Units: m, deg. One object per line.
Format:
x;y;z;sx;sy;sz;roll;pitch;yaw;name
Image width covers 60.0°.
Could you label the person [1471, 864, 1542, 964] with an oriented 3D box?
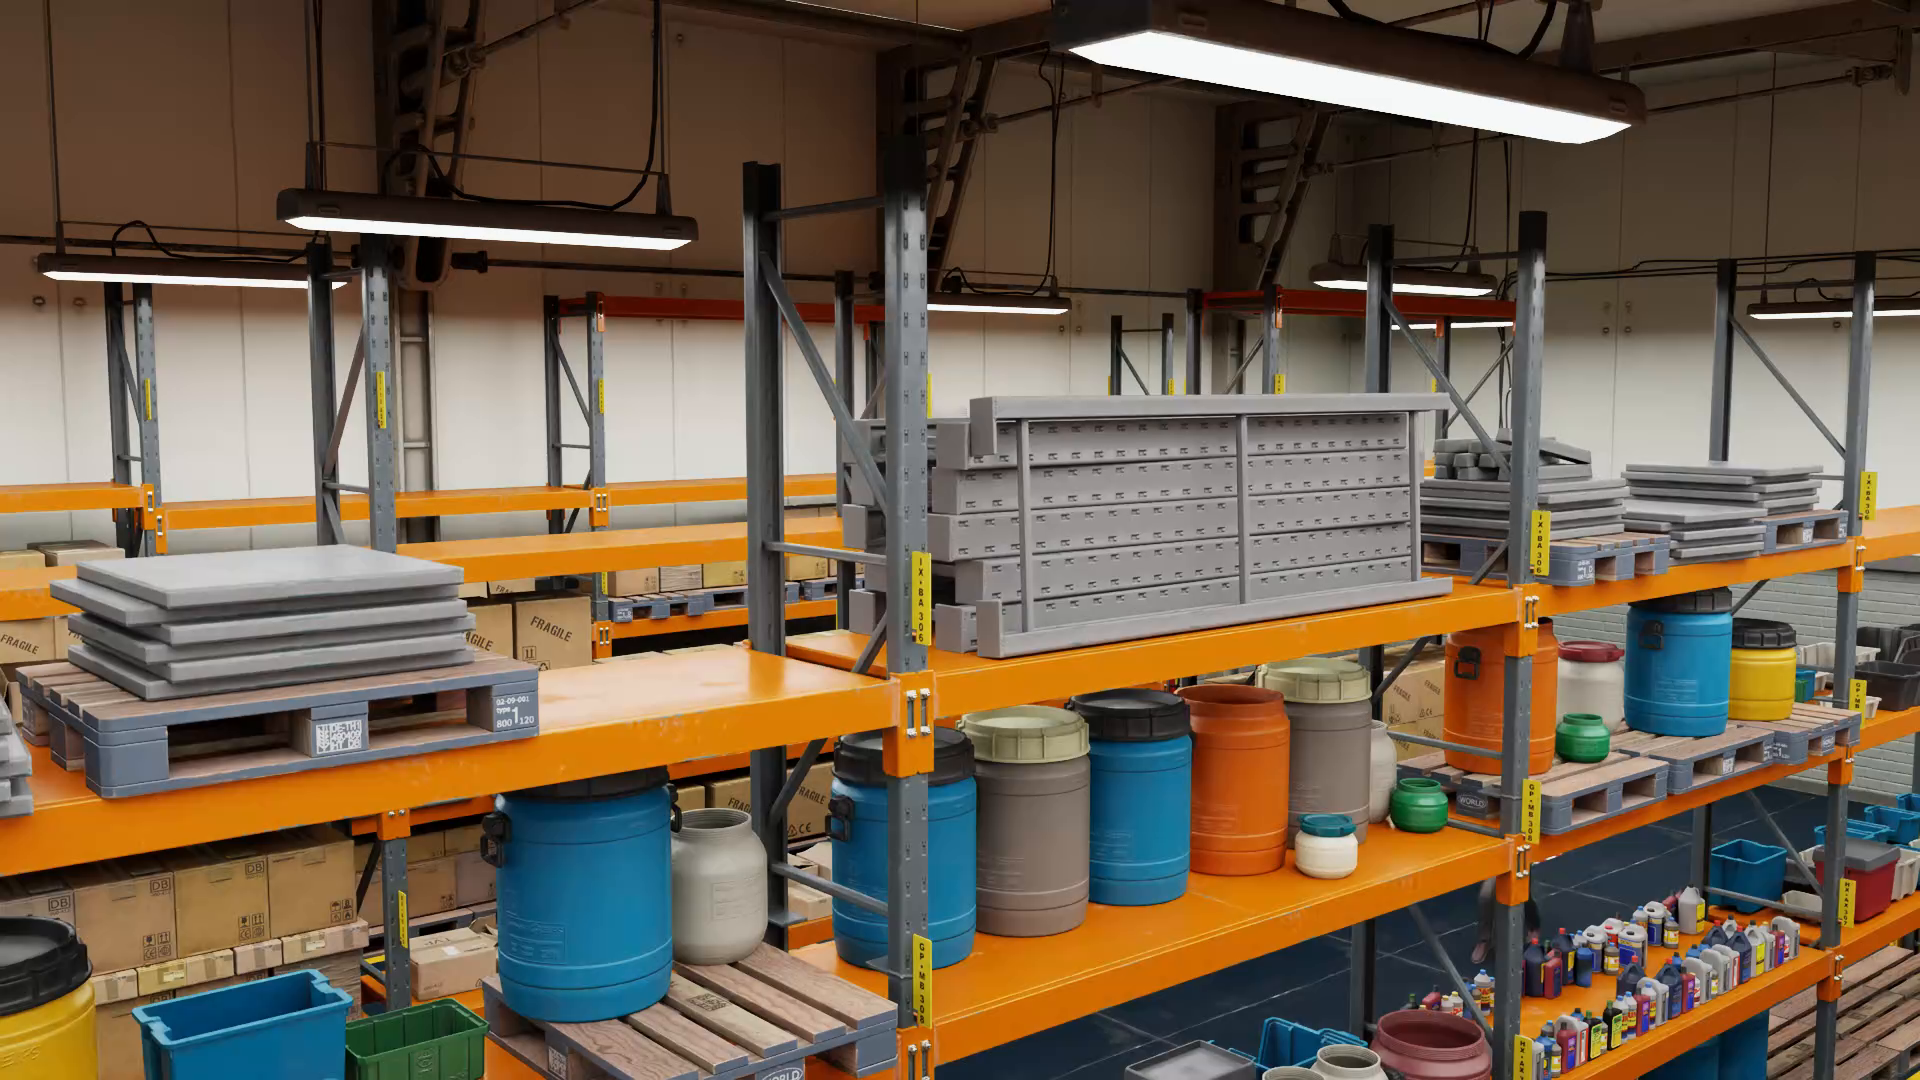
4.928;2.910;14.923;0.616;1.639;0.938;5;7;42;person
